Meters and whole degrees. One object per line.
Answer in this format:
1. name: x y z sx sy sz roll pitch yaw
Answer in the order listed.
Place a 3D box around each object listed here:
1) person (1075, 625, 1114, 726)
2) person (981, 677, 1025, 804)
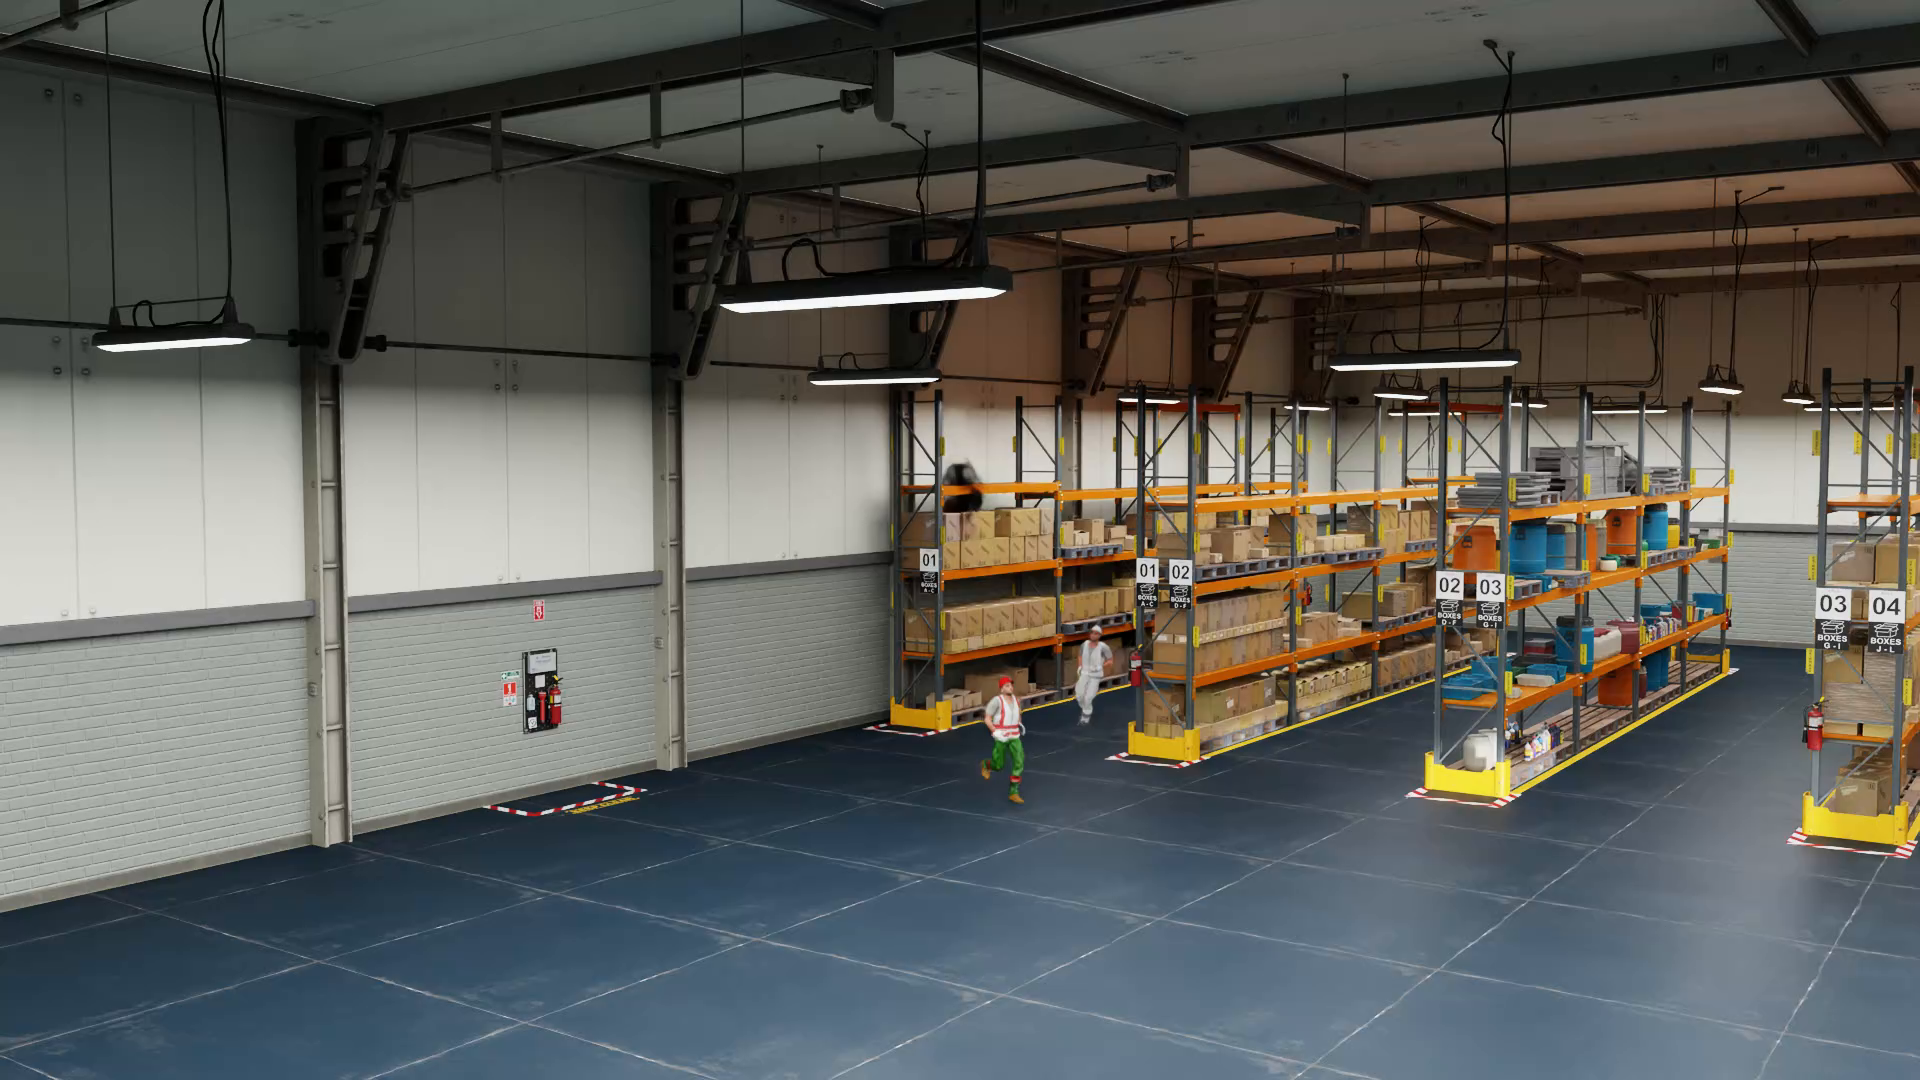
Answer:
1. person: 2.228 2.287 27.922 0.672 1.711 0.503 2 4 25
2. person: 0.636 2.816 23.659 0.645 1.754 0.962 -2 4 -27
